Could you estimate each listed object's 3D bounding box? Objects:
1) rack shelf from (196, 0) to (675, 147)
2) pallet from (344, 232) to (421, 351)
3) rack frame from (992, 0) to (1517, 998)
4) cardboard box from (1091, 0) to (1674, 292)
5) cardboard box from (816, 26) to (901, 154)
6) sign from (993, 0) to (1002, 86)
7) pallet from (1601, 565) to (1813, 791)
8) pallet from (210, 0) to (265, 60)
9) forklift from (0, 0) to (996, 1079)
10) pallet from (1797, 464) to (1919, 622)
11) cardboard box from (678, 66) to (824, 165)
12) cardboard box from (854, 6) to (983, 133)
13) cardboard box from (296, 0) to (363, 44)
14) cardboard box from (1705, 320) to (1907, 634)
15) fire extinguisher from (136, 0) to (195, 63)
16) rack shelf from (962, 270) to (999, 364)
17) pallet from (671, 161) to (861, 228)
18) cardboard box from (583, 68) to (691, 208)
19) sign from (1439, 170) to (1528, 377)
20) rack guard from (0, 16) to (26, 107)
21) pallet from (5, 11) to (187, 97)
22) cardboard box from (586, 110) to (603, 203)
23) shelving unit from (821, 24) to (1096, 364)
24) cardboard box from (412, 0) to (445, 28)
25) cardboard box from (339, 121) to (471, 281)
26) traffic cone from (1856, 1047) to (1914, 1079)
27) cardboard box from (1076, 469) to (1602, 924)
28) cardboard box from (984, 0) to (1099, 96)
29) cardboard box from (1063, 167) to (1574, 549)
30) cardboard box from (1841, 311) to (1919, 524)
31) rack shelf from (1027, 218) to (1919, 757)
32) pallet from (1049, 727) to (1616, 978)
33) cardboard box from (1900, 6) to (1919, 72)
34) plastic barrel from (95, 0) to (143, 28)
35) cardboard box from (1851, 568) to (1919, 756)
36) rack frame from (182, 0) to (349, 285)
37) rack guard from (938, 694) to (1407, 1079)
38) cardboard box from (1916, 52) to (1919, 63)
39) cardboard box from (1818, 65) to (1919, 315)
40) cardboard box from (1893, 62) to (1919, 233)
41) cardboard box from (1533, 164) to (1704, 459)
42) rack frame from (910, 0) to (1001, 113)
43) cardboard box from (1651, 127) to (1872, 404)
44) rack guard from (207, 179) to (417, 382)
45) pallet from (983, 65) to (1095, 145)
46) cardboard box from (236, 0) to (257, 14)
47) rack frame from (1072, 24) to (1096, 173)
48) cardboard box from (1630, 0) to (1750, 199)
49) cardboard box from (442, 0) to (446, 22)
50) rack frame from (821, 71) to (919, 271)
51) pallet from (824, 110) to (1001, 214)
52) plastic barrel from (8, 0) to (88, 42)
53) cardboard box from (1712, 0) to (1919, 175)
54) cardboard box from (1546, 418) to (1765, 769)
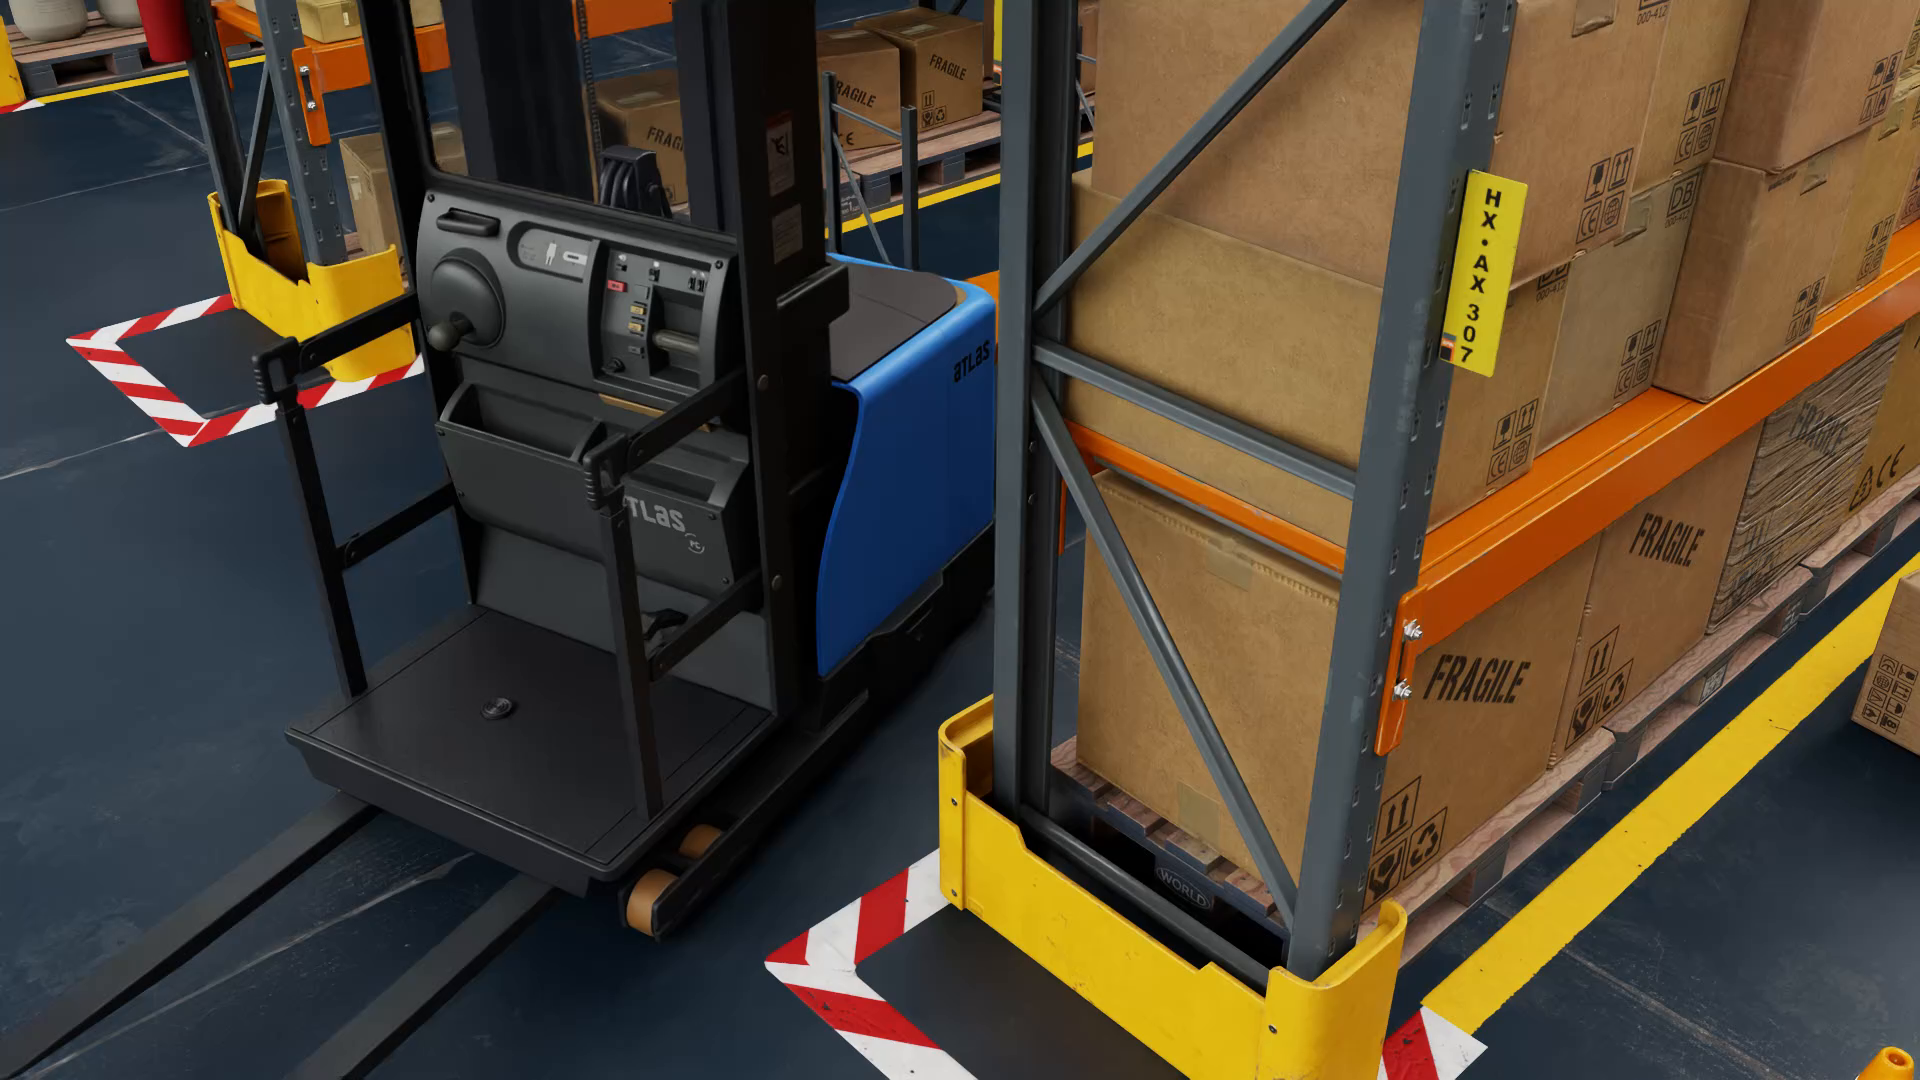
[{"bbox_3d":[-1.370,-2.571,7.768,4.000,0.370,1.077,-26,40,-35],"label":"rack shelf"},{"bbox_3d":[-2.161,-1.280,7.641,1.213,0.211,1.003,-26,40,-35],"label":"pallet"},{"bbox_3d":[0.462,-0.235,3.259,0.127,3.000,1.000,-26,40,-35],"label":"rack frame"},{"bbox_3d":[0.760,-0.876,3.129,0.550,0.550,0.875,-26,40,-35],"label":"cardboard box"},{"bbox_3d":[-0.639,-2.367,8.739,0.500,0.500,0.500,-13,34,-21],"label":"cardboard box"},{"bbox_3d":[0.103,-1.042,3.242,0.005,0.325,0.100,-26,40,-35],"label":"sign"},{"bbox_3d":[1.889,0.211,5.203,1.213,0.211,1.003,-26,40,-35],"label":"pallet"},{"bbox_3d":[-4.687,-3.635,11.492,1.213,0.211,1.003,-26,40,-35],"label":"pallet"},{"bbox_3d":[-1.042,-0.536,3.817,1.130,2.935,3.031,16,35,25],"label":"forklift"},{"bbox_3d":[2.784,-0.224,5.914,1.213,0.211,1.003,-26,40,-35],"label":"pallet"},{"bbox_3d":[-1.040,-2.117,8.330,0.500,0.500,0.500,25,39,35],"label":"cardboard box"},{"bbox_3d":[-0.224,-2.573,9.076,0.500,0.500,0.500,-27,41,-37],"label":"cardboard box"},{"bbox_3d":[-2.465,-2.071,6.502,0.250,0.149,0.380,-26,40,-35],"label":"cardboard box"},{"bbox_3d":[2.228,-0.409,5.177,0.875,0.875,0.875,-25,40,-35],"label":"cardboard box"},{"bbox_3d":[-3.234,-2.271,6.662,0.183,0.674,0.296,-26,40,-35],"label":"fire extinguisher"},{"bbox_3d":[0.126,-0.760,5.899,1.000,0.185,0.538,-21,37,-30],"label":"rack shelf"},{"bbox_3d":[-1.267,-1.711,8.345,1.213,0.211,1.003,-26,40,-35],"label":"pallet"},{"bbox_3d":[-1.480,-1.936,8.034,0.500,0.500,0.500,-22,38,-31],"label":"cardboard box"},{"bbox_3d":[0.835,-0.423,2.661,0.005,0.325,0.100,-26,40,-35],"label":"sign"},{"bbox_3d":[-6.180,-3.041,10.244,0.348,0.500,1.175,-26,40,-35],"label":"rack guard"},{"bbox_3d":[-5.581,-3.204,10.788,1.213,0.211,1.003,-26,40,-35],"label":"pallet"},{"bbox_3d":[-1.952,-1.721,7.683,0.500,0.500,0.500,-15,35,-23],"label":"cardboard box"},{"bbox_3d":[0.133,-0.916,5.810,1.083,1.500,0.587,-21,37,-30],"label":"shelving unit"},{"bbox_3d":[-2.269,-2.152,6.635,0.250,0.149,0.380,-26,40,-35],"label":"cardboard box"},{"bbox_3d":[-2.367,-1.496,7.315,0.500,0.500,0.500,-18,36,-27],"label":"cardboard box"},{"bbox_3d":[1.817,1.202,3.340,0.334,0.463,0.336,-26,40,-35],"label":"traffic cone"},{"bbox_3d":[0.914,0.227,4.138,0.875,0.875,0.875,-26,40,-35],"label":"cardboard box"},{"bbox_3d":[0.562,-2.918,9.621,0.700,0.500,0.500,26,40,35],"label":"cardboard box"},{"bbox_3d":[0.703,-0.448,3.463,0.550,0.550,0.875,-26,40,-35],"label":"cardboard box"},{"bbox_3d":[2.886,-0.730,5.703,0.875,0.875,0.875,-25,39,-35],"label":"cardboard box"},{"bbox_3d":[1.929,-0.637,4.606,4.000,0.370,1.077,-26,40,-35],"label":"rack shelf"},{"bbox_3d":[0.995,0.641,4.499,1.213,0.211,1.003,-26,40,-35],"label":"pallet"},{"bbox_3d":[1.904,-1.491,4.134,0.500,0.550,0.875,-26,40,-35],"label":"cardboard box"},{"bbox_3d":[-5.406,-3.621,10.779,0.421,0.512,0.421,0,31,0],"label":"plastic barrel"},{"bbox_3d":[2.955,0.355,4.688,0.500,0.500,0.500,-19,36,-28],"label":"cardboard box"},{"bbox_3d":[-2.836,-2.168,6.420,0.127,3.000,1.000,-26,40,-35],"label":"rack frame"},{"bbox_3d":[0.444,0.840,3.897,0.348,0.500,1.175,-26,40,-35],"label":"rack guard"},{"bbox_3d":[2.287,-1.682,4.447,0.550,0.550,0.875,-26,40,-35],"label":"cardboard box"},{"bbox_3d":[1.948,-1.006,4.375,0.500,0.550,0.875,-26,40,-35],"label":"cardboard box"},{"bbox_3d":[2.269,-1.232,4.746,0.550,0.550,0.875,-26,40,-35],"label":"cardboard box"},{"bbox_3d":[1.092,-0.651,3.796,0.550,0.550,0.875,-26,40,-35],"label":"cardboard box"},{"bbox_3d":[0.097,-3.587,8.740,0.127,3.000,1.000,-26,40,-35],"label":"rack frame"},{"bbox_3d":[1.588,-0.802,4.042,0.550,0.550,0.875,-26,40,-35],"label":"cardboard box"},{"bbox_3d":[-2.781,-1.129,7.116,0.348,0.500,1.175,-26,40,-35],"label":"rack guard"},{"bbox_3d":[0.667,-2.674,9.920,1.213,0.211,1.003,-26,40,-35],"label":"pallet"},{"bbox_3d":[-2.768,-2.241,6.780,0.250,0.149,0.380,-26,40,-35],"label":"cardboard box"},{"bbox_3d":[0.538,-1.068,6.059,0.032,1.500,0.500,-21,37,-30],"label":"rack frame"},{"bbox_3d":[1.101,-1.107,3.506,0.550,0.550,0.875,-26,40,-35],"label":"cardboard box"},{"bbox_3d":[-2.075,-2.235,6.771,0.250,0.149,0.380,-26,40,-35],"label":"cardboard box"},{"bbox_3d":[-0.286,-0.758,5.552,0.032,1.500,0.500,-21,37,-30],"label":"rack frame"},{"bbox_3d":[-0.372,-2.145,9.056,1.213,0.211,1.003,-26,40,-35],"label":"pallet"},{"bbox_3d":[-5.773,-3.443,10.488,0.421,0.512,0.421,0,31,0],"label":"plastic barrel"},{"bbox_3d":[1.604,-1.253,3.745,0.550,0.550,0.875,-26,40,-35],"label":"cardboard box"},{"bbox_3d":[1.558,-0.086,4.650,0.875,0.875,0.875,-27,40,-36],"label":"cardboard box"}]
